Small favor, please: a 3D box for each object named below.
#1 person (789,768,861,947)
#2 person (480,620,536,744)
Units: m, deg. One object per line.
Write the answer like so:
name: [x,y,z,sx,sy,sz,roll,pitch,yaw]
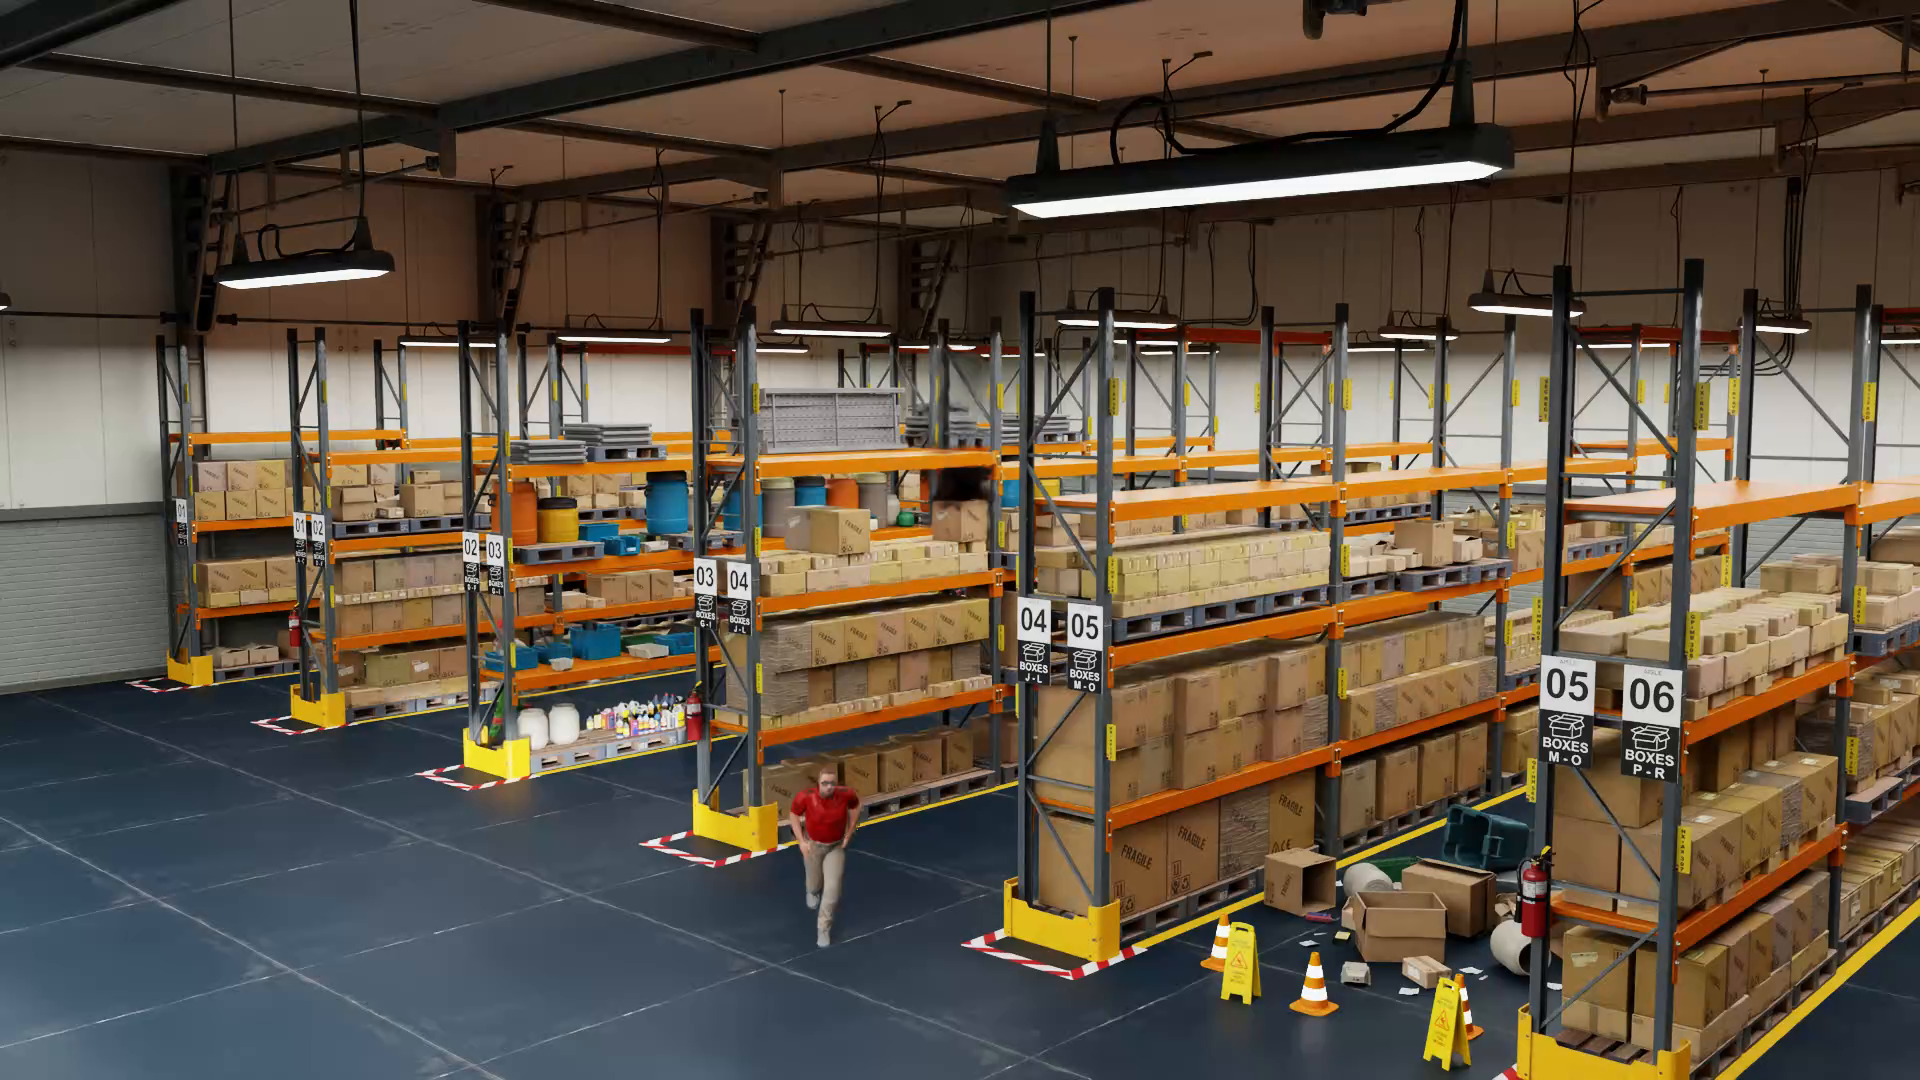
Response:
person: [-1.284,2.901,15.658,0.670,1.689,0.931,-2,6,-16]
person: [-6.499,2.020,24.012,0.668,1.764,1.131,5,7,43]
